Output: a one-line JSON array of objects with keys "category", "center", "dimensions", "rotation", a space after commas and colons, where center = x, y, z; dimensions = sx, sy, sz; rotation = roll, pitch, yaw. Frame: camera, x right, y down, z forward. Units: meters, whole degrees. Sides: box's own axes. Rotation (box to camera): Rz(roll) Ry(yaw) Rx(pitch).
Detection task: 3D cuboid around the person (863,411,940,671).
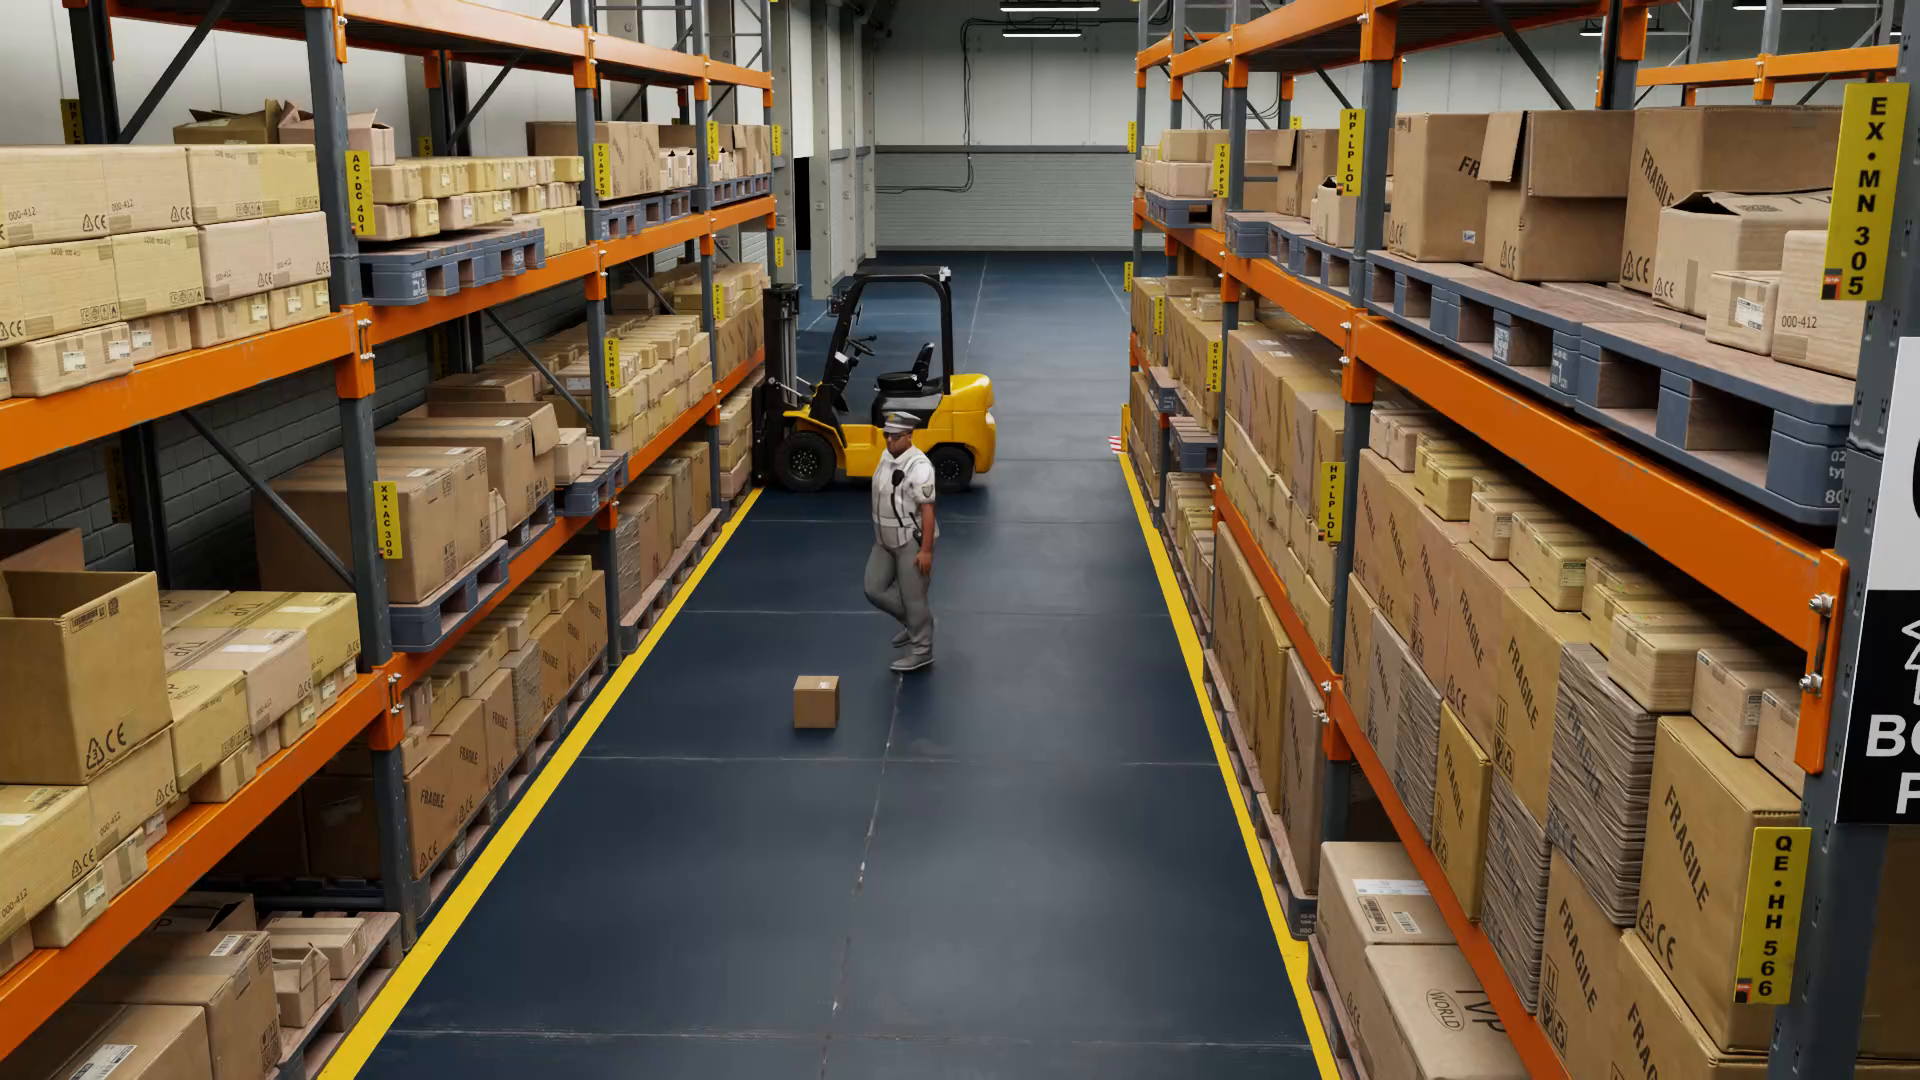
[{"category": "person", "center": [-0.327, -0.007, 10.937], "dimensions": [0.526, 1.755, 0.593], "rotation": [-10, 17, -36]}]
